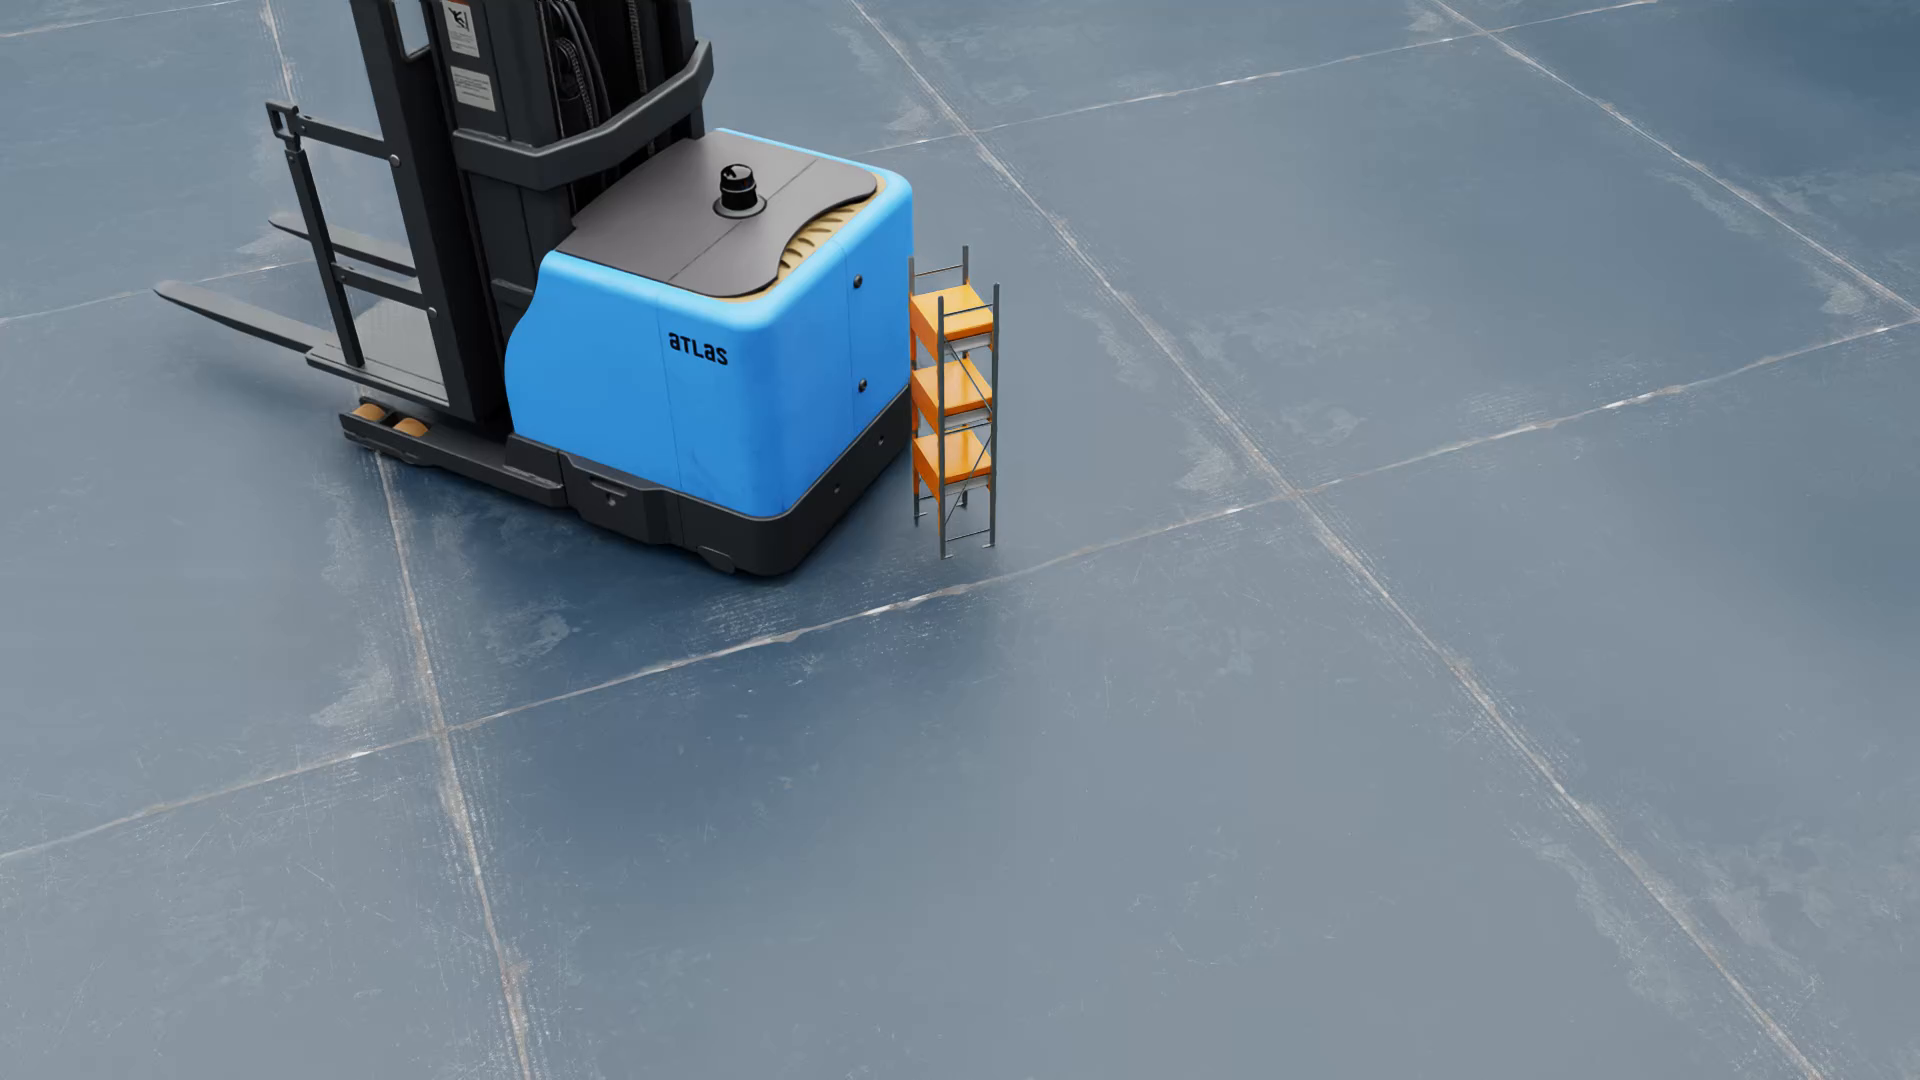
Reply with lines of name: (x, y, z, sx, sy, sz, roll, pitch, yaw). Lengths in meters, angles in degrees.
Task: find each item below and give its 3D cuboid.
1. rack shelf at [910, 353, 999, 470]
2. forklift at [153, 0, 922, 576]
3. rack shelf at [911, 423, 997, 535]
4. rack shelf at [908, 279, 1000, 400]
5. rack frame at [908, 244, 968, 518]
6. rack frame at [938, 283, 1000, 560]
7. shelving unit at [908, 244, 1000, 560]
rack shelf: (-0.020, -0.422, 5.452, 0.215, 0.259, 0.240, -15, 43, -17)
forklift: (-1.691, -1.673, 5.447, 3.031, 2.935, 1.130, 19, 44, 20)
rack shelf: (-0.020, -0.212, 5.633, 0.215, 0.259, 0.240, -15, 43, -17)
rack shelf: (-0.020, -0.637, 5.267, 0.215, 0.259, 0.240, -15, 43, -17)
rack frame: (-0.067, -0.504, 5.531, 0.200, 1.050, 0.008, -15, 43, -17)
rack frame: (0.026, -0.357, 5.360, 0.200, 1.050, 0.008, -15, 43, -17)
shelving unit: (-0.020, -0.430, 5.445, 0.215, 1.050, 0.252, -15, 43, -17)
